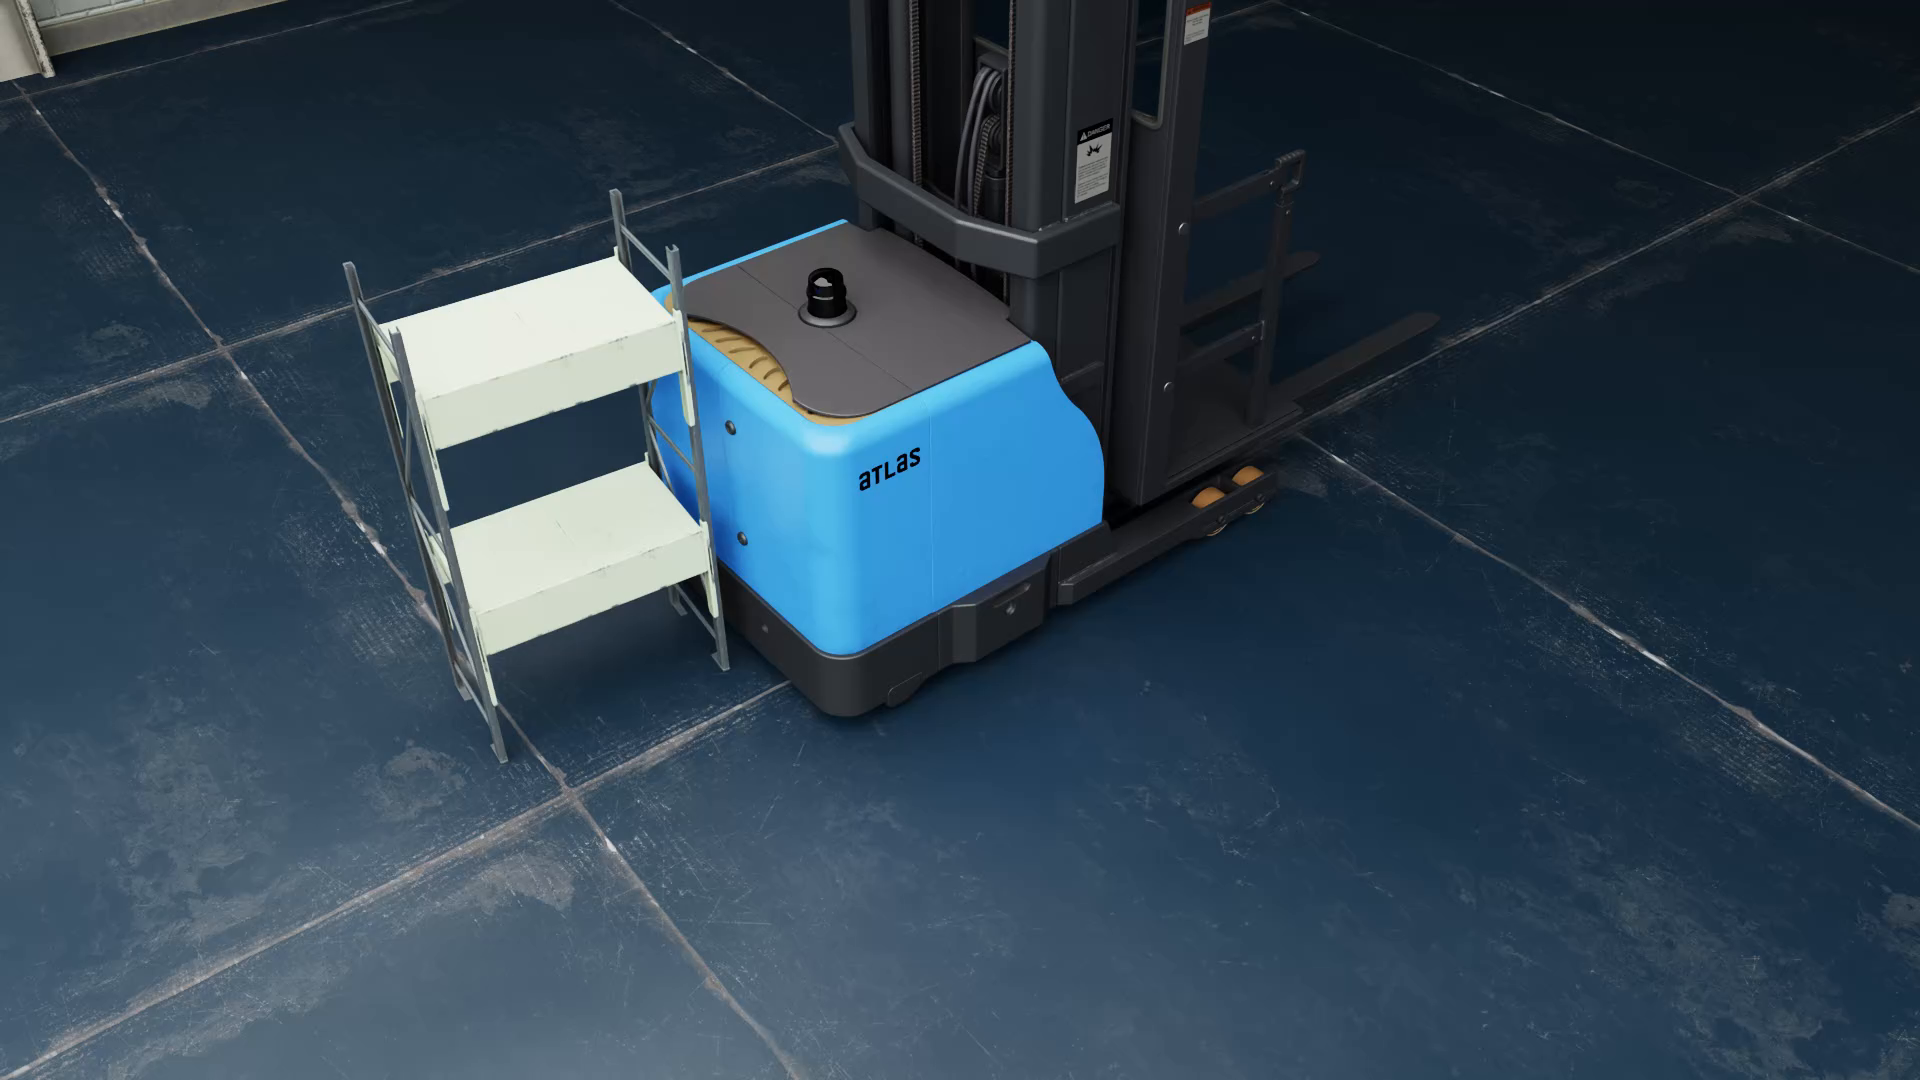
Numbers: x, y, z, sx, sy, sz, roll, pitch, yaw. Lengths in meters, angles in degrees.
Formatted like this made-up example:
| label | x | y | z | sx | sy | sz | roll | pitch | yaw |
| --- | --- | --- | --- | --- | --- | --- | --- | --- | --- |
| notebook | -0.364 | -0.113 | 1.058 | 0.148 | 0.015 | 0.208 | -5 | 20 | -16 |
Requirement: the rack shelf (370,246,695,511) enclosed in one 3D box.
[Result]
| label | x | y | z | sx | sy | sz | roll | pitch | yaw |
| --- | --- | --- | --- | --- | --- | --- | --- | --- | --- |
| rack shelf | -1.152 | -0.450 | 4.501 | 0.720 | 0.370 | 0.431 | -22 | 44 | -25 |

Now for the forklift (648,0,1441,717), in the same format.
| label | x | y | z | sx | sy | sz | roll | pitch | yaw |
| --- | --- | --- | --- | --- | --- | --- | --- | --- | --- |
| forklift | 0.483 | -1.382 | 5.124 | 3.031 | 2.935 | 1.130 | -27 | 47 | -29 |

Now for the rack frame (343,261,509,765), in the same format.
| label | x | y | z | sx | sy | sz | roll | pitch | yaw |
| --- | --- | --- | --- | --- | --- | --- | --- | --- | --- |
| rack frame | -1.460 | -0.023 | 4.595 | 0.023 | 1.500 | 0.400 | -22 | 44 | -25 |

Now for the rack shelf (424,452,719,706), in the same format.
| label | x | y | z | sx | sy | sz | roll | pitch | yaw |
| --- | --- | --- | --- | --- | --- | --- | --- | --- | --- |
| rack shelf | -1.152 | 0.104 | 4.955 | 0.720 | 0.370 | 0.431 | -22 | 44 | -25 |

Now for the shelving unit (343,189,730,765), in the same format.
| label | x | y | z | sx | sy | sz | roll | pitch | yaw |
| --- | --- | --- | --- | --- | --- | --- | --- | --- | --- |
| shelving unit | -1.152 | -0.148 | 4.748 | 0.755 | 1.500 | 0.431 | -22 | 44 | -25 |

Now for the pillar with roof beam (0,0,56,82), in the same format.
| label | x | y | z | sx | sy | sz | roll | pitch | yaw |
| --- | --- | --- | --- | --- | --- | --- | --- | --- | --- |
| pillar with roof beam | -2.366 | -3.752 | 3.229 | 0.400 | 9.000 | 9.100 | -26 | 46 | -28 |

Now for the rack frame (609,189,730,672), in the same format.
| label | x | y | z | sx | sy | sz | roll | pitch | yaw |
| --- | --- | --- | --- | --- | --- | --- | --- | --- | --- |
| rack frame | -0.843 | -0.273 | 4.901 | 0.023 | 1.500 | 0.400 | -22 | 44 | -25 |
